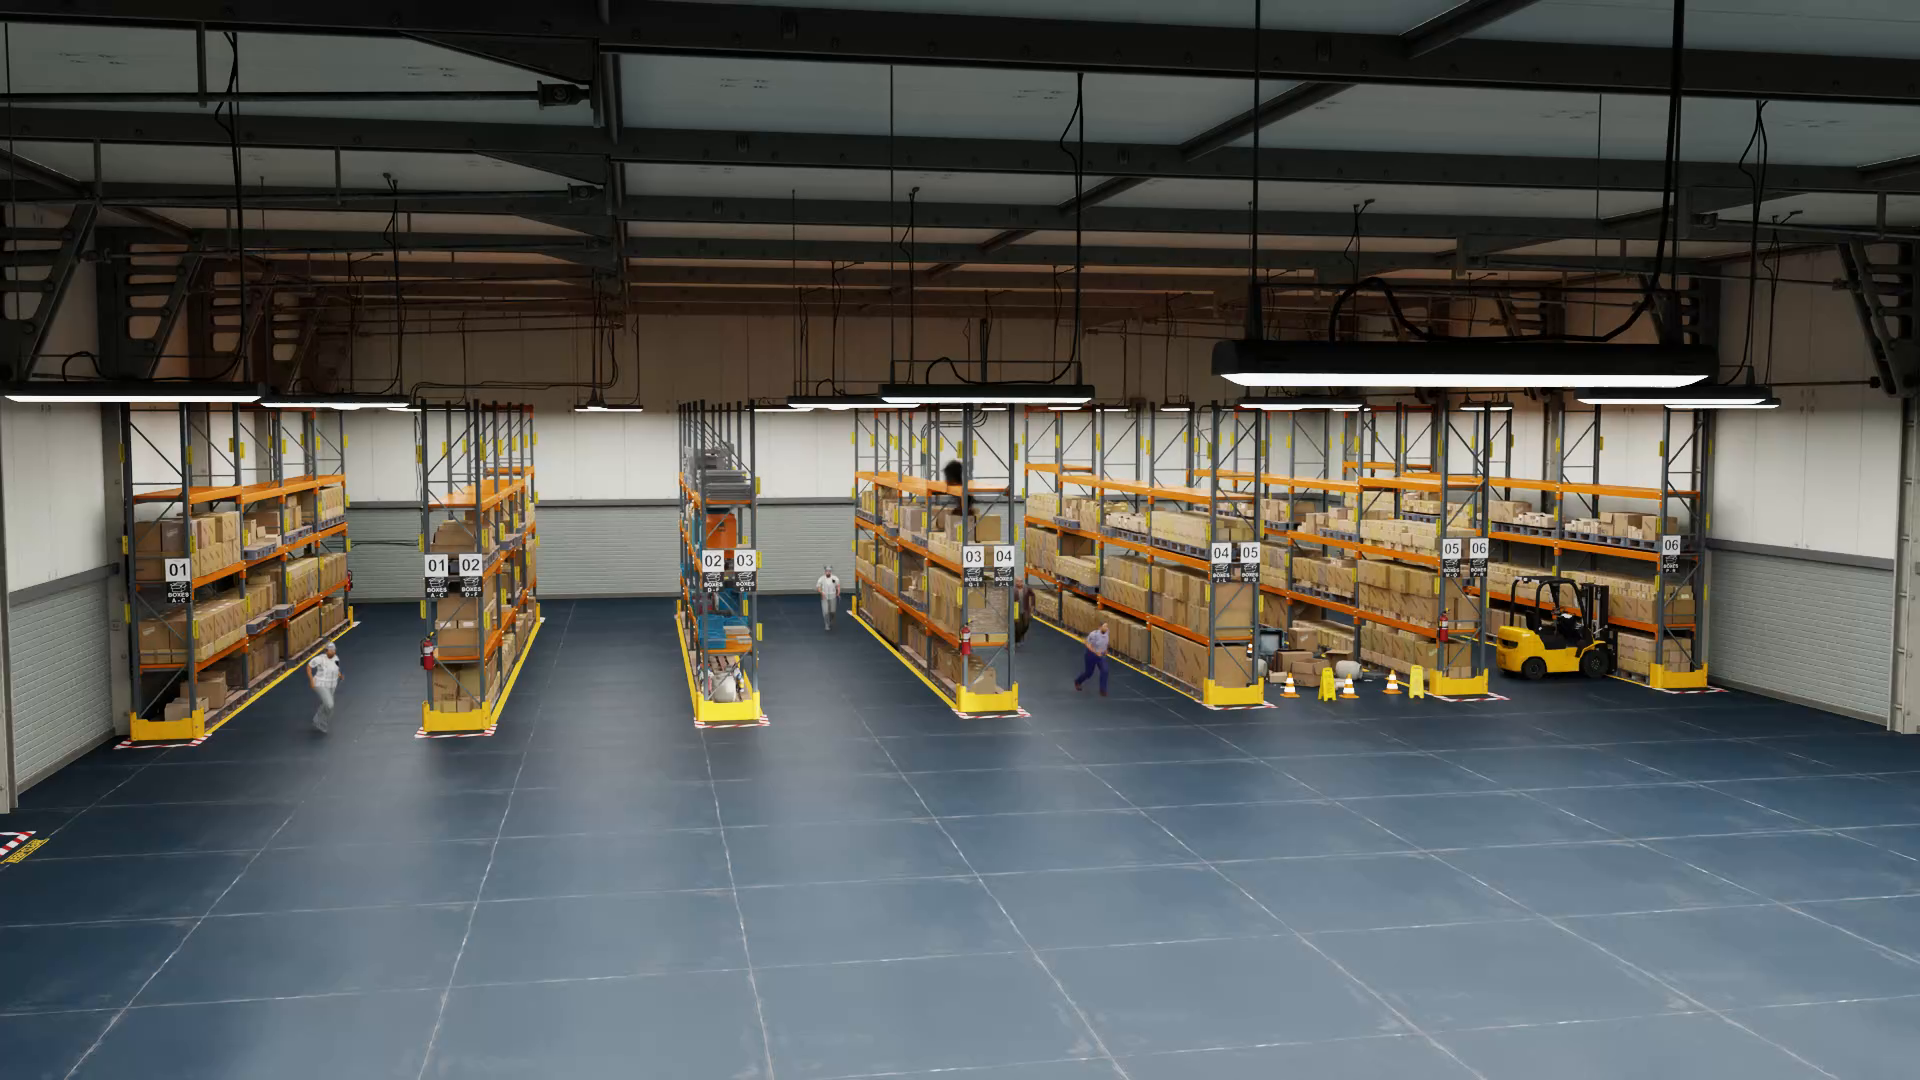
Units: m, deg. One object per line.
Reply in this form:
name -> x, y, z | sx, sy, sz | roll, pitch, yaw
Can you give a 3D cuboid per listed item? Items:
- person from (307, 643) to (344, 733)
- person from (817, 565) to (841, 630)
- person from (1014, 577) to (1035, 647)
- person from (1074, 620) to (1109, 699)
person -> -11.451, 2.677, 29.999 | 0.849, 1.681, 0.533 | 2, 5, 30
person -> -3.483, 1.528, 44.233 | 0.648, 1.725, 0.635 | -1, 4, -8
person -> 1.508, 1.778, 40.864 | 0.733, 1.733, 0.693 | 0, 4, -5
person -> 2.705, 2.407, 33.844 | 0.645, 1.619, 0.974 | -4, 6, -42
